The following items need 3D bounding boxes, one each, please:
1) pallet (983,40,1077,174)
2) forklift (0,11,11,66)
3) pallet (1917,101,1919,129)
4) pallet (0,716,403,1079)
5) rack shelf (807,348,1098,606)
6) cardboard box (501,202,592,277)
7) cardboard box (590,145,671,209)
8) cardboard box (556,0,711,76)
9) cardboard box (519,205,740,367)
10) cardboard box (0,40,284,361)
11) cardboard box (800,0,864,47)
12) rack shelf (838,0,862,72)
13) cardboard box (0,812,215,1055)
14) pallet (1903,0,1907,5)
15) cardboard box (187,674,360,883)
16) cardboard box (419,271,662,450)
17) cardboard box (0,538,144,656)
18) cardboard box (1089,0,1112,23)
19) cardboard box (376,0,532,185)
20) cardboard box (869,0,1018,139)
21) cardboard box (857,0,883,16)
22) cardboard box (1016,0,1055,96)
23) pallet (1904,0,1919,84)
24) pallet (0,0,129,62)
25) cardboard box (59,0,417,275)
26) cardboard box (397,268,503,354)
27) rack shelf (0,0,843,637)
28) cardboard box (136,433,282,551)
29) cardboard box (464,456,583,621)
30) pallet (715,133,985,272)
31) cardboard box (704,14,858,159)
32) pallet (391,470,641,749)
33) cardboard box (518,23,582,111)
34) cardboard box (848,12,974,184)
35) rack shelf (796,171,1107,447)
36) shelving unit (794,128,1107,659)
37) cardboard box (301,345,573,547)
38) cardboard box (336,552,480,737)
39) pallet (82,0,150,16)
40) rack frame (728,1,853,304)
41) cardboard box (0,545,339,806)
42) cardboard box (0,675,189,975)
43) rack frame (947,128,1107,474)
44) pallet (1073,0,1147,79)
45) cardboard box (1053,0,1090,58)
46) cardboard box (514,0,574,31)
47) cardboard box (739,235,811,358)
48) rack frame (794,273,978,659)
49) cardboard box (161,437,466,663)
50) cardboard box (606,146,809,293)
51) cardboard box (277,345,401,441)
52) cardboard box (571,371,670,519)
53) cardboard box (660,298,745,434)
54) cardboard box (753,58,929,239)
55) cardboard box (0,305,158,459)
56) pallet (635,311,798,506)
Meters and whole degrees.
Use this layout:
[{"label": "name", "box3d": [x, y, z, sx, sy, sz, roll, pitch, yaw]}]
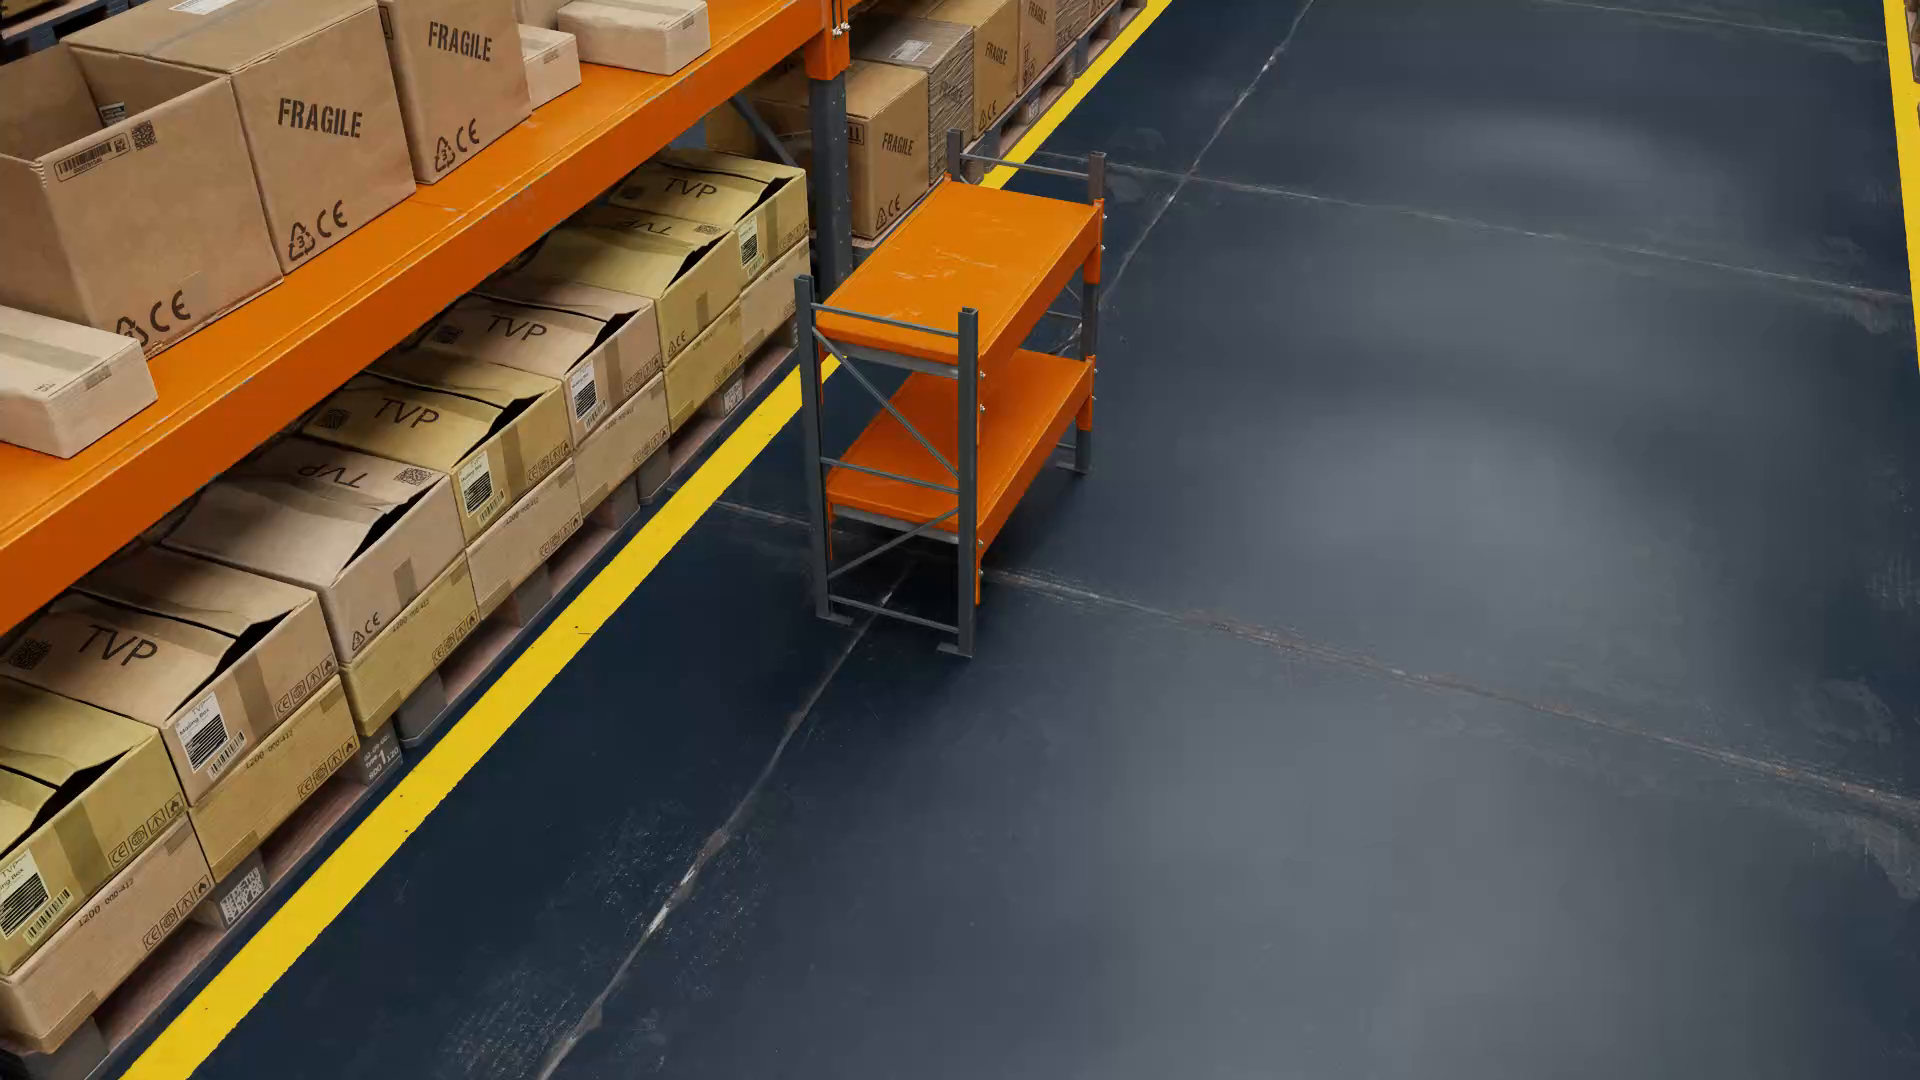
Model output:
[{"label": "pallet", "box3d": [-0.109, -2.158, 7.962, 1.003, 0.211, 1.213, 14, 39, 18]}, {"label": "forklift", "box3d": [-3.729, -1.794, 5.202, 1.130, 2.935, 3.031, 9, 38, 12]}, {"label": "pallet", "box3d": [4.875, -1.747, 7.411, 1.003, 0.211, 1.213, 14, 39, 18]}, {"label": "pallet", "box3d": [-2.171, 0.717, 4.114, 1.003, 0.211, 1.213, 14, 39, 18]}, {"label": "rack shelf", "box3d": [0.003, -0.258, 5.065, 0.538, 0.278, 1.000, 14, 39, 18]}, {"label": "cardboard box", "box3d": [-1.557, -0.973, 5.524, 0.500, 0.311, 0.500, 13, 39, 17]}, {"label": "cardboard box", "box3d": [-1.365, -1.266, 5.916, 0.500, 0.311, 0.500, 15, 39, 19]}, {"label": "cardboard box", "box3d": [-0.980, -1.536, 5.009, 0.380, 0.149, 0.250, 14, 39, 18]}, {"label": "cardboard box", "box3d": [-1.057, -0.854, 5.364, 0.500, 0.311, 0.500, 13, 39, 17]}, {"label": "cardboard box", "box3d": [-1.908, -0.736, 3.646, 0.500, 0.500, 0.500, 17, 40, 21]}, {"label": "cardboard box", "box3d": [-0.737, -2.276, 6.884, 0.500, 0.250, 0.500, 15, 39, 19]}, {"label": "rack shelf", "box3d": [-0.133, -3.017, 7.381, 1.077, 0.370, 4.000, 14, 39, 18]}, {"label": "cardboard box", "box3d": [-2.033, 0.783, 3.642, 0.500, 0.250, 0.500, 13, 39, 17]}, {"label": "pallet", "box3d": [5.914, -3.259, 9.433, 1.003, 0.211, 1.213, 14, 39, 18]}, {"label": "cardboard box", "box3d": [-1.837, 0.501, 4.021, 0.500, 0.250, 0.500, 15, 39, 19]}, {"label": "cardboard box", "box3d": [-1.252, -0.575, 4.991, 0.500, 0.311, 0.500, 14, 39, 17]}, {"label": "cardboard box", "box3d": [-2.335, 0.147, 4.026, 0.500, 0.311, 0.500, 15, 39, 19]}, {"label": "cardboard box", "box3d": [0.510, -2.977, 8.448, 0.500, 0.500, 0.500, 14, 39, 18]}, {"label": "cardboard box", "box3d": [-1.517, -1.305, 4.407, 0.500, 0.500, 0.500, 12, 38, 15]}, {"label": "cardboard box", "box3d": [-0.067, -2.127, 7.311, 0.500, 0.500, 0.500, 13, 39, 17]}, {"label": "cardboard box", "box3d": [-0.558, -2.230, 7.449, 0.500, 0.500, 0.500, 12, 39, 16]}, {"label": "cardboard box", "box3d": [0.127, -2.417, 7.699, 0.500, 0.500, 0.500, 13, 39, 16]}, {"label": "pallet", "box3d": [5.451, -2.581, 8.526, 1.003, 0.211, 1.213, 14, 39, 18]}, {"label": "pallet", "box3d": [-5.107, -2.626, 8.587, 1.003, 0.211, 1.213, 14, 39, 18]}, {"label": "cardboard box", "box3d": [-1.717, -1.013, 4.017, 0.500, 0.500, 0.500, 14, 39, 18]}, {"label": "cardboard box", "box3d": [-1.753, -0.691, 5.147, 0.500, 0.311, 0.500, 13, 39, 17]}, {"label": "rack shelf", "box3d": [-1.655, -0.802, 4.418, 1.077, 0.370, 4.000, 14, 39, 18]}, {"label": "cardboard box", "box3d": [-2.142, -0.129, 4.395, 0.500, 0.311, 0.500, 14, 39, 18]}, {"label": "cardboard box", "box3d": [-1.448, -0.068, 4.782, 0.500, 0.250, 0.500, 15, 39, 19]}, {"label": "pallet", "box3d": [-0.575, -1.485, 7.061, 1.003, 0.211, 1.213, 14, 39, 18]}, {"label": "cardboard box", "box3d": [-0.755, -1.944, 7.066, 0.500, 0.500, 0.500, 15, 39, 20]}, {"label": "pallet", "box3d": [-1.709, 0.039, 5.021, 1.003, 0.211, 1.213, 14, 39, 18]}, {"label": "cardboard box", "box3d": [-1.327, -1.378, 4.798, 0.380, 0.149, 0.250, 17, 40, 21]}, {"label": "cardboard box", "box3d": [-0.262, -1.851, 6.941, 0.500, 0.500, 0.500, 12, 39, 16]}, {"label": "rack shelf", "box3d": [0.003, -0.689, 4.743, 0.538, 0.278, 1.000, 14, 39, 18]}, {"label": "shelving unit", "box3d": [0.003, -0.454, 4.918, 0.538, 1.125, 1.048, 14, 39, 18]}, {"label": "cardboard box", "box3d": [-1.444, -0.298, 4.621, 0.500, 0.311, 0.500, 15, 39, 19]}, {"label": "cardboard box", "box3d": [-1.643, 0.213, 4.405, 0.500, 0.250, 0.500, 13, 39, 16]}, {"label": "pallet", "box3d": [-4.641, -3.299, 9.488, 1.003, 0.211, 1.213, 14, 39, 18]}, {"label": "rack frame", "box3d": [-0.894, -2.198, 5.685, 1.000, 3.000, 0.127, 14, 39, 18]}, {"label": "cardboard box", "box3d": [-1.833, 0.278, 3.851, 0.500, 0.311, 0.500, 13, 39, 17]}, {"label": "cardboard box", "box3d": [-2.028, 0.554, 3.481, 0.500, 0.311, 0.500, 14, 39, 18]}, {"label": "rack frame", "box3d": [0.196, -0.736, 5.295, 0.500, 1.125, 0.032, 14, 39, 18]}, {"label": "pallet", "box3d": [0.354, -2.836, 8.868, 1.003, 0.211, 1.213, 14, 39, 18]}, {"label": "cardboard box", "box3d": [0.318, -2.699, 8.076, 0.500, 0.500, 0.500, 14, 39, 18]}, {"label": "cardboard box", "box3d": [-1.413, -1.711, 5.108, 0.500, 0.311, 0.500, 13, 39, 17]}, {"label": "cardboard box", "box3d": [-0.868, -0.918, 5.918, 0.500, 0.250, 0.500, 15, 39, 19]}, {"label": "rack frame", "box3d": [-0.191, -0.173, 4.542, 0.500, 1.125, 0.032, 14, 39, 18]}, {"label": "cardboard box", "box3d": [-1.637, -0.009, 4.234, 0.500, 0.311, 0.500, 13, 39, 16]}, {"label": "cardboard box", "box3d": [-0.865, -1.143, 5.751, 0.500, 0.311, 0.500, 15, 39, 19]}, {"label": "cardboard box", "box3d": [-1.948, -0.407, 4.766, 0.500, 0.311, 0.500, 13, 39, 17]}, {"label": "cardboard box", "box3d": [-1.255, -0.354, 5.164, 0.500, 0.250, 0.500, 15, 39, 19]}, {"label": "cardboard box", "box3d": [-1.061, -0.631, 5.535, 0.500, 0.250, 0.500, 13, 39, 17]}, {"label": "cardboard box", "box3d": [-0.456, -1.559, 6.551, 0.500, 0.500, 0.500, 15, 39, 20]}, {"label": "cardboard box", "box3d": [-1.889, -0.326, 3.391, 0.380, 0.149, 0.250, 14, 39, 18]}, {"label": "pallet", "box3d": [-1.243, -0.634, 5.922, 1.003, 0.211, 1.213, 14, 39, 18]}]
